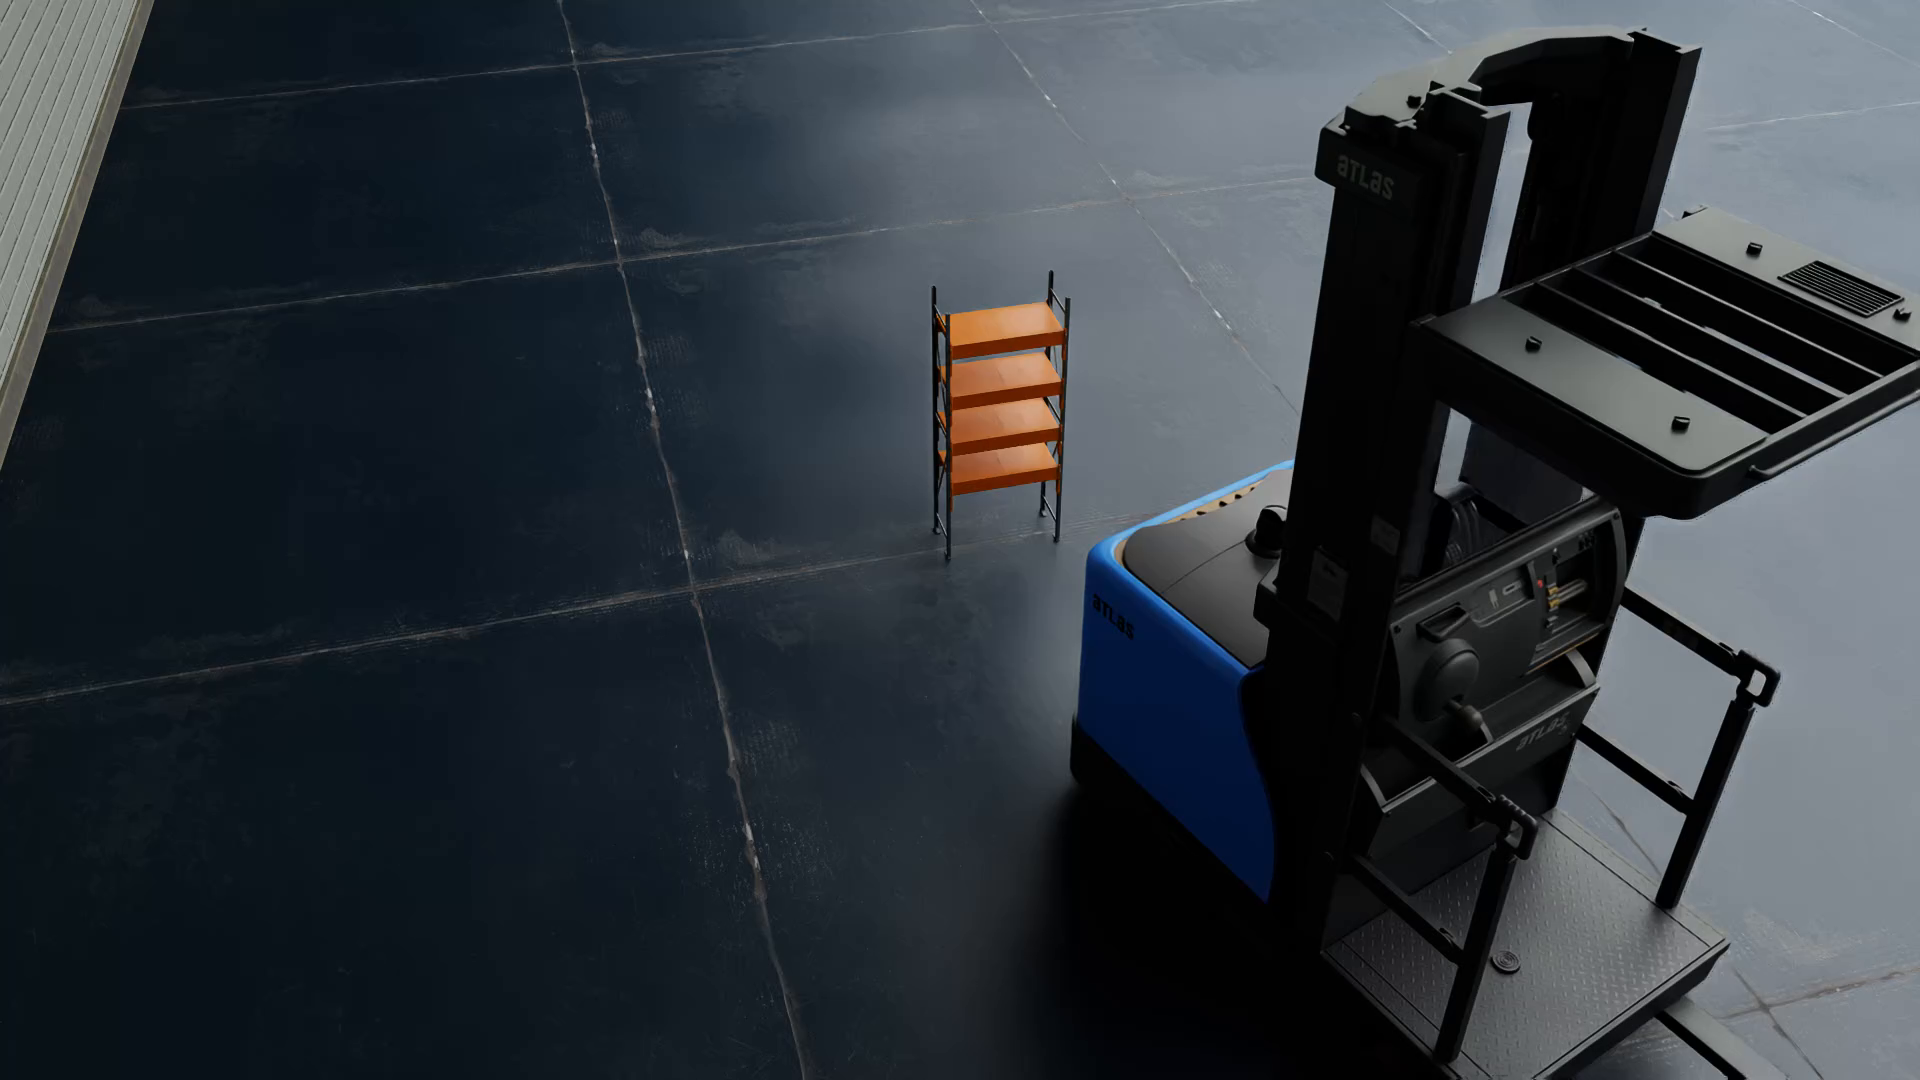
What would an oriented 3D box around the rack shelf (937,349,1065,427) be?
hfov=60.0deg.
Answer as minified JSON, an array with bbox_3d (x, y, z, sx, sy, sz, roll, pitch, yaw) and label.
[{"bbox_3d":[0.160,-0.627,6.825,0.480,0.148,0.258,-9,38,-12],"label":"rack shelf"}]

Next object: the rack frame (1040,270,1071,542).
[{"bbox_3d":[0.395,-0.541,6.970,0.015,1.200,0.240,-9,38,-12],"label":"rack frame"}]

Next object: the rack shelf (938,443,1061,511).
[{"bbox_3d":[0.160,-0.292,7.081,0.480,0.148,0.258,-9,38,-12],"label":"rack shelf"}]

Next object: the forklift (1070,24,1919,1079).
[{"bbox_3d":[1.645,0.285,4.465,1.130,2.935,3.031,-23,43,-27],"label":"forklift"}]

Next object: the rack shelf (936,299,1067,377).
[{"bbox_3d":[0.160,-0.815,6.681,0.480,0.148,0.258,-9,38,-12],"label":"rack shelf"}]

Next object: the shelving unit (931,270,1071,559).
[{"bbox_3d":[0.160,-0.503,6.920,0.503,1.200,0.258,-9,38,-12],"label":"shelving unit"}]

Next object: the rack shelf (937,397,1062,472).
[{"bbox_3d":[0.160,-0.449,6.961,0.480,0.148,0.258,-9,38,-12],"label":"rack shelf"}]

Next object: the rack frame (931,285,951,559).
[{"bbox_3d":[-0.076,-0.464,6.869,0.015,1.200,0.240,-9,38,-12],"label":"rack frame"}]
